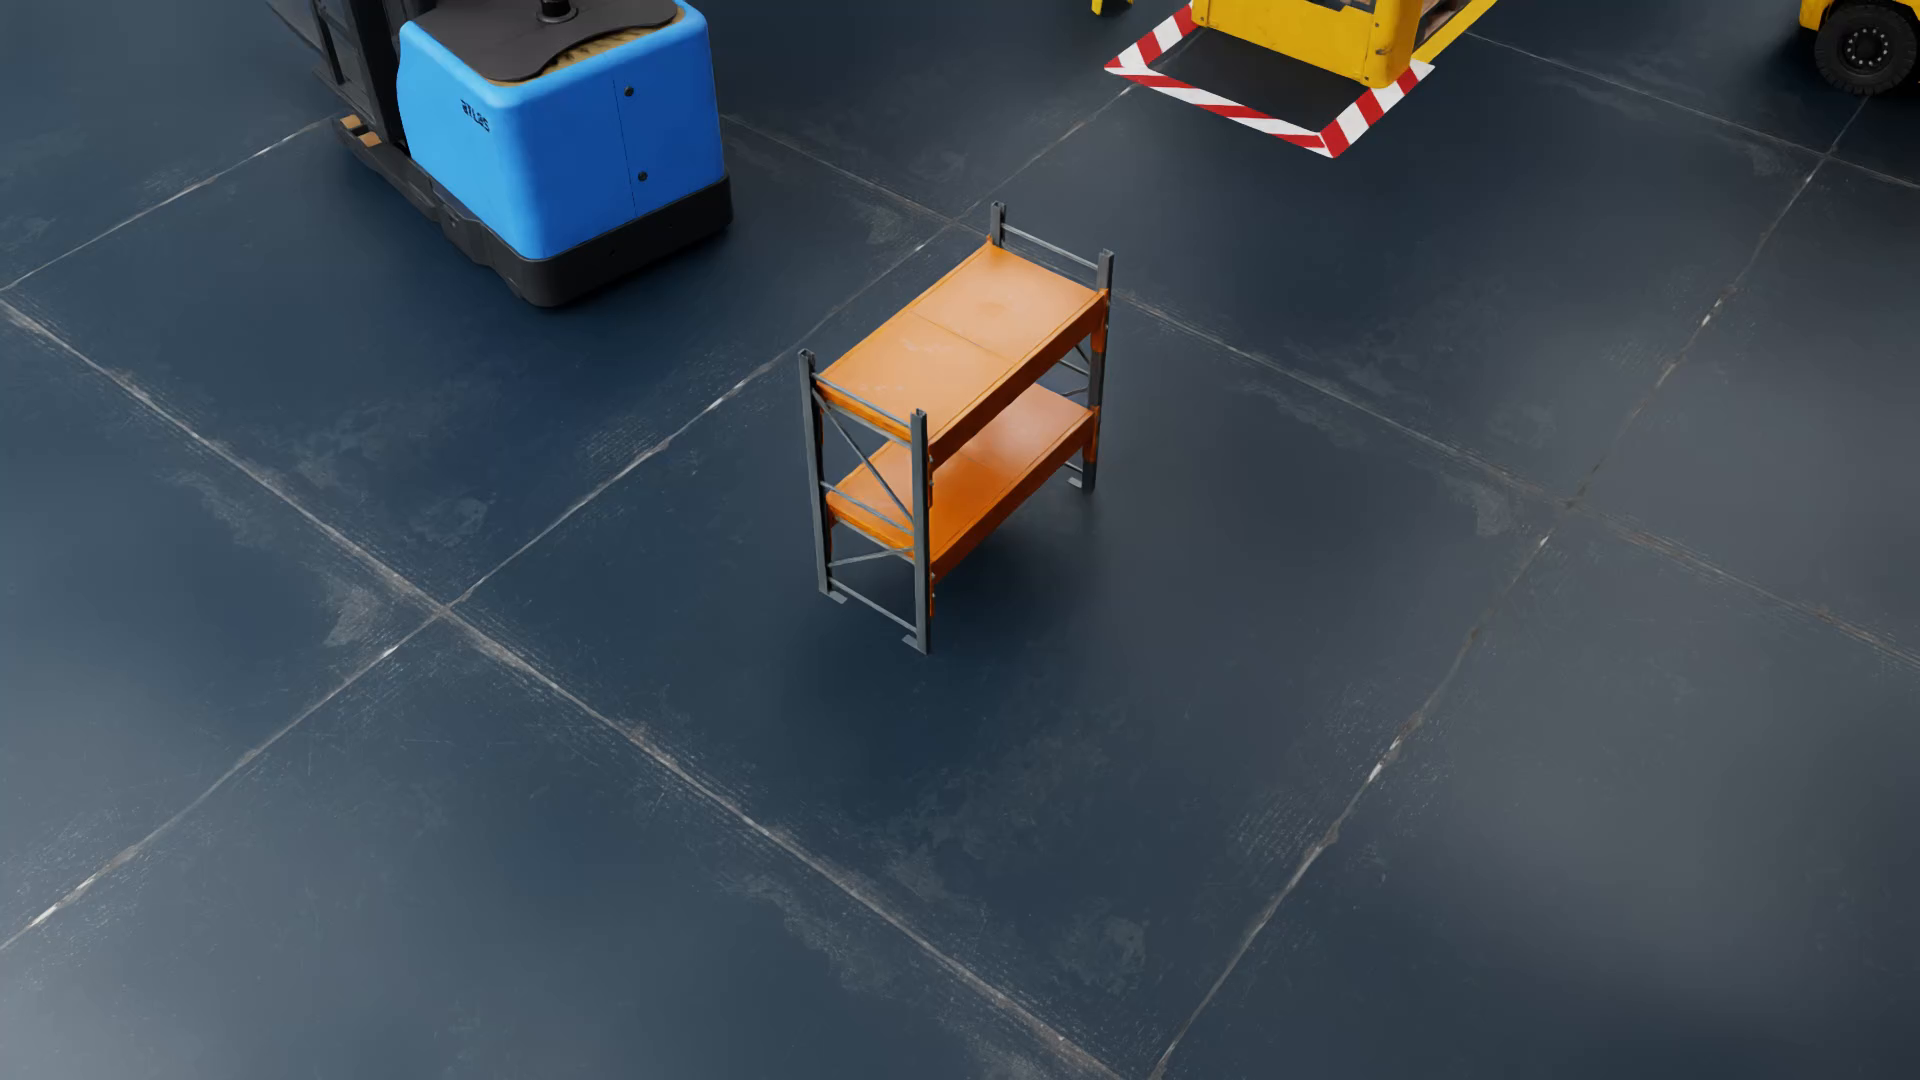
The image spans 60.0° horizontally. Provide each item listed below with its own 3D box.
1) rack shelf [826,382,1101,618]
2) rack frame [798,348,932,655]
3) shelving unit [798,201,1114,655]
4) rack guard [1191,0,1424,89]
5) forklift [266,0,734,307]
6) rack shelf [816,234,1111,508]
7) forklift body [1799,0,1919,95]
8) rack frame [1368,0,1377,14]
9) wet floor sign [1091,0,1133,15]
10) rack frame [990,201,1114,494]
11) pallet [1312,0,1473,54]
[{"bbox_3d":[0.004,-0.224,6.024,0.538,0.278,1.000,29,53,25],"label":"rack shelf"},{"bbox_3d":[-0.307,-0.102,5.569,0.500,1.125,0.032,29,53,25],"label":"rack frame"},{"bbox_3d":[0.004,-0.392,5.847,0.538,1.125,1.048,29,53,25],"label":"shelving unit"},{"bbox_3d":[1.781,-2.800,8.579,1.175,0.500,0.348,29,53,25],"label":"rack guard"},{"bbox_3d":[-2.368,-3.003,7.091,1.130,2.935,3.031,-32,54,-27],"label":"forklift"},{"bbox_3d":[0.004,-0.595,5.635,0.538,0.278,1.000,29,53,25],"label":"rack shelf"},{"bbox_3d":[5.380,-3.026,7.653,2.313,2.155,1.214,29,53,25],"label":"forklift body"},{"bbox_3d":[1.734,-3.619,7.633,1.000,3.000,0.127,29,53,25],"label":"rack frame"},{"bbox_3d":[0.771,-3.171,8.832,0.232,0.644,0.267,-25,51,-22],"label":"wet floor sign"},{"bbox_3d":[0.315,-0.683,6.125,0.500,1.125,0.032,29,53,25],"label":"rack frame"},{"bbox_3d":[2.306,-3.149,9.112,1.003,0.211,1.213,29,53,25],"label":"pallet"}]
